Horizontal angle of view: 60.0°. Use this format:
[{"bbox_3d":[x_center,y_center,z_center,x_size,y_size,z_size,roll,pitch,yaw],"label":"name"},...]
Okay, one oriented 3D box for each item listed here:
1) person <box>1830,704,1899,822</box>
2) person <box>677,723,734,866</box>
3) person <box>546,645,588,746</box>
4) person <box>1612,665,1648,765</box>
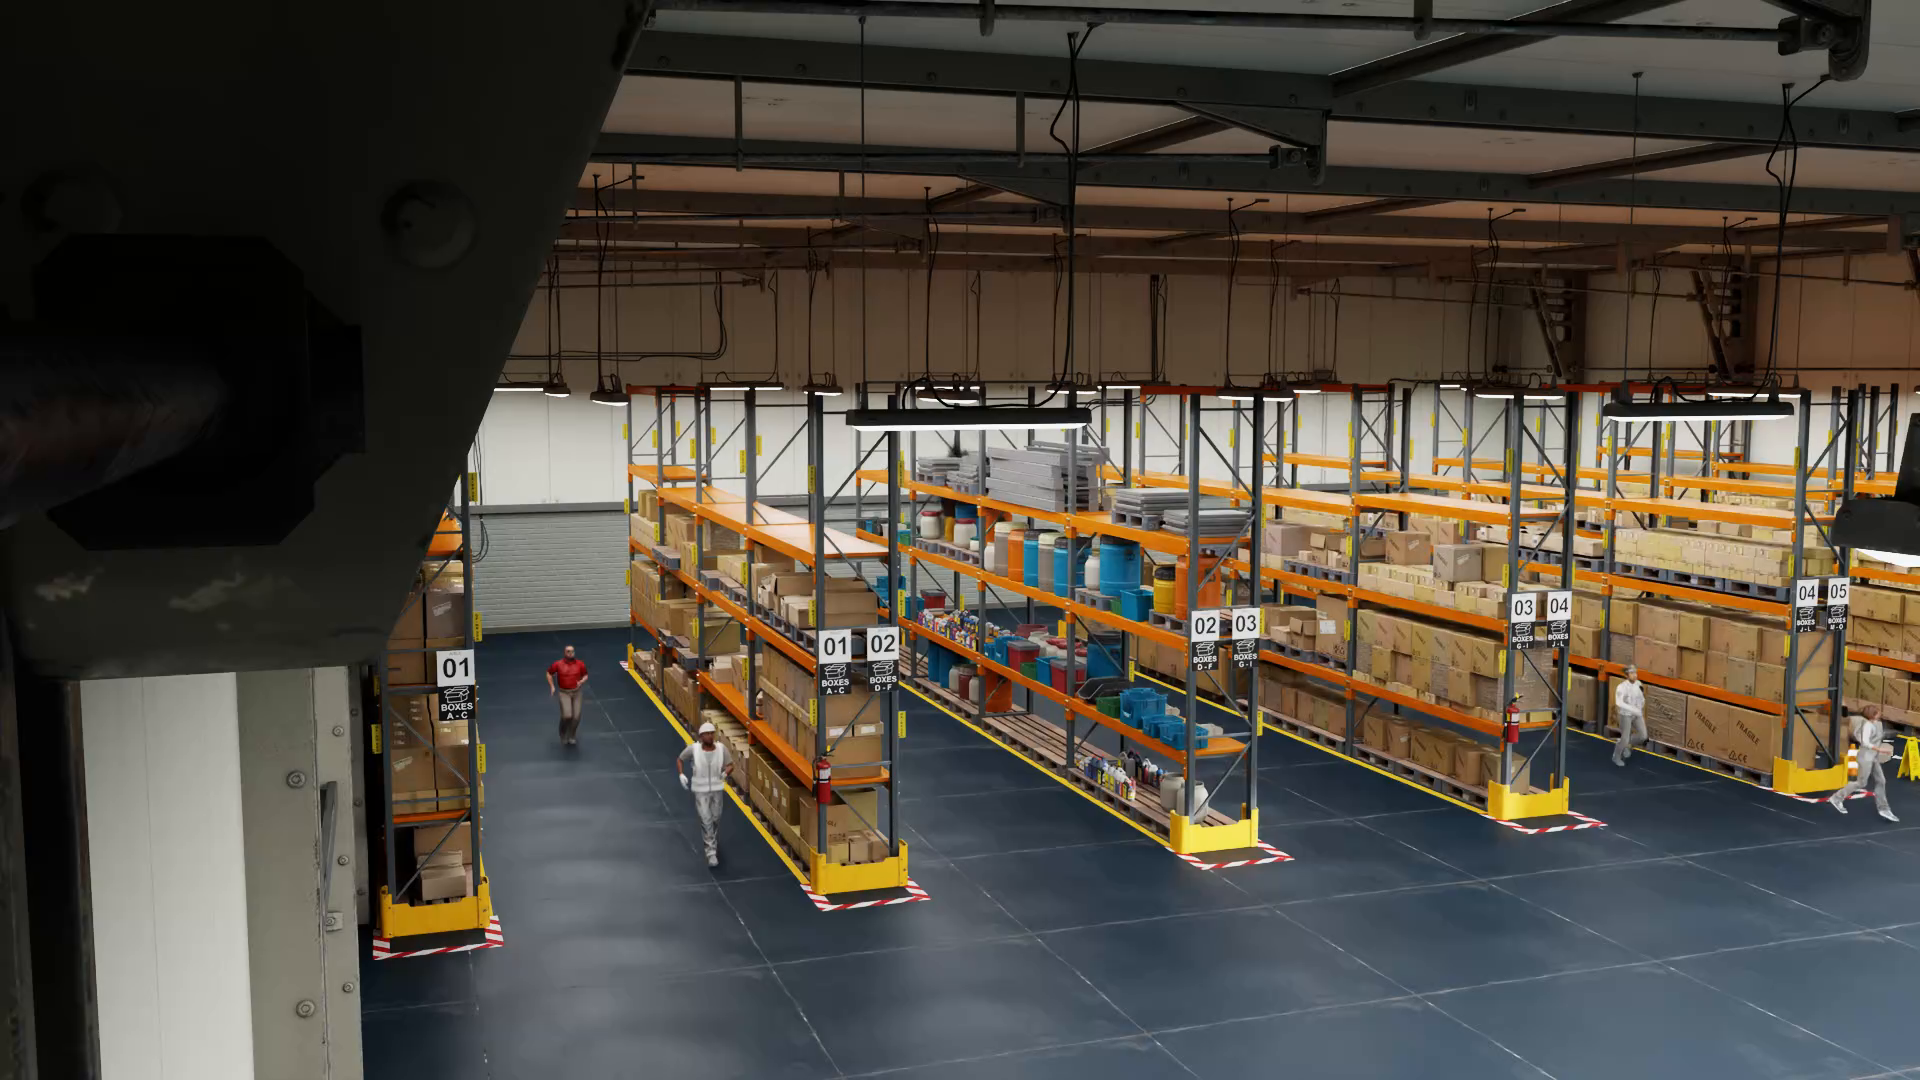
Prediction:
[{"bbox_3d":[12.797,3.111,23.441,0.864,1.596,0.582,4,7,35],"label":"person"},{"bbox_3d":[-3.244,3.222,21.408,0.709,1.750,1.013,-2,6,-22],"label":"person"},{"bbox_3d":[-6.520,2.611,27.812,0.647,1.696,0.659,-3,7,-29],"label":"person"},{"bbox_3d":[10.683,2.786,26.419,0.639,1.658,0.679,-1,6,-13],"label":"person"}]
